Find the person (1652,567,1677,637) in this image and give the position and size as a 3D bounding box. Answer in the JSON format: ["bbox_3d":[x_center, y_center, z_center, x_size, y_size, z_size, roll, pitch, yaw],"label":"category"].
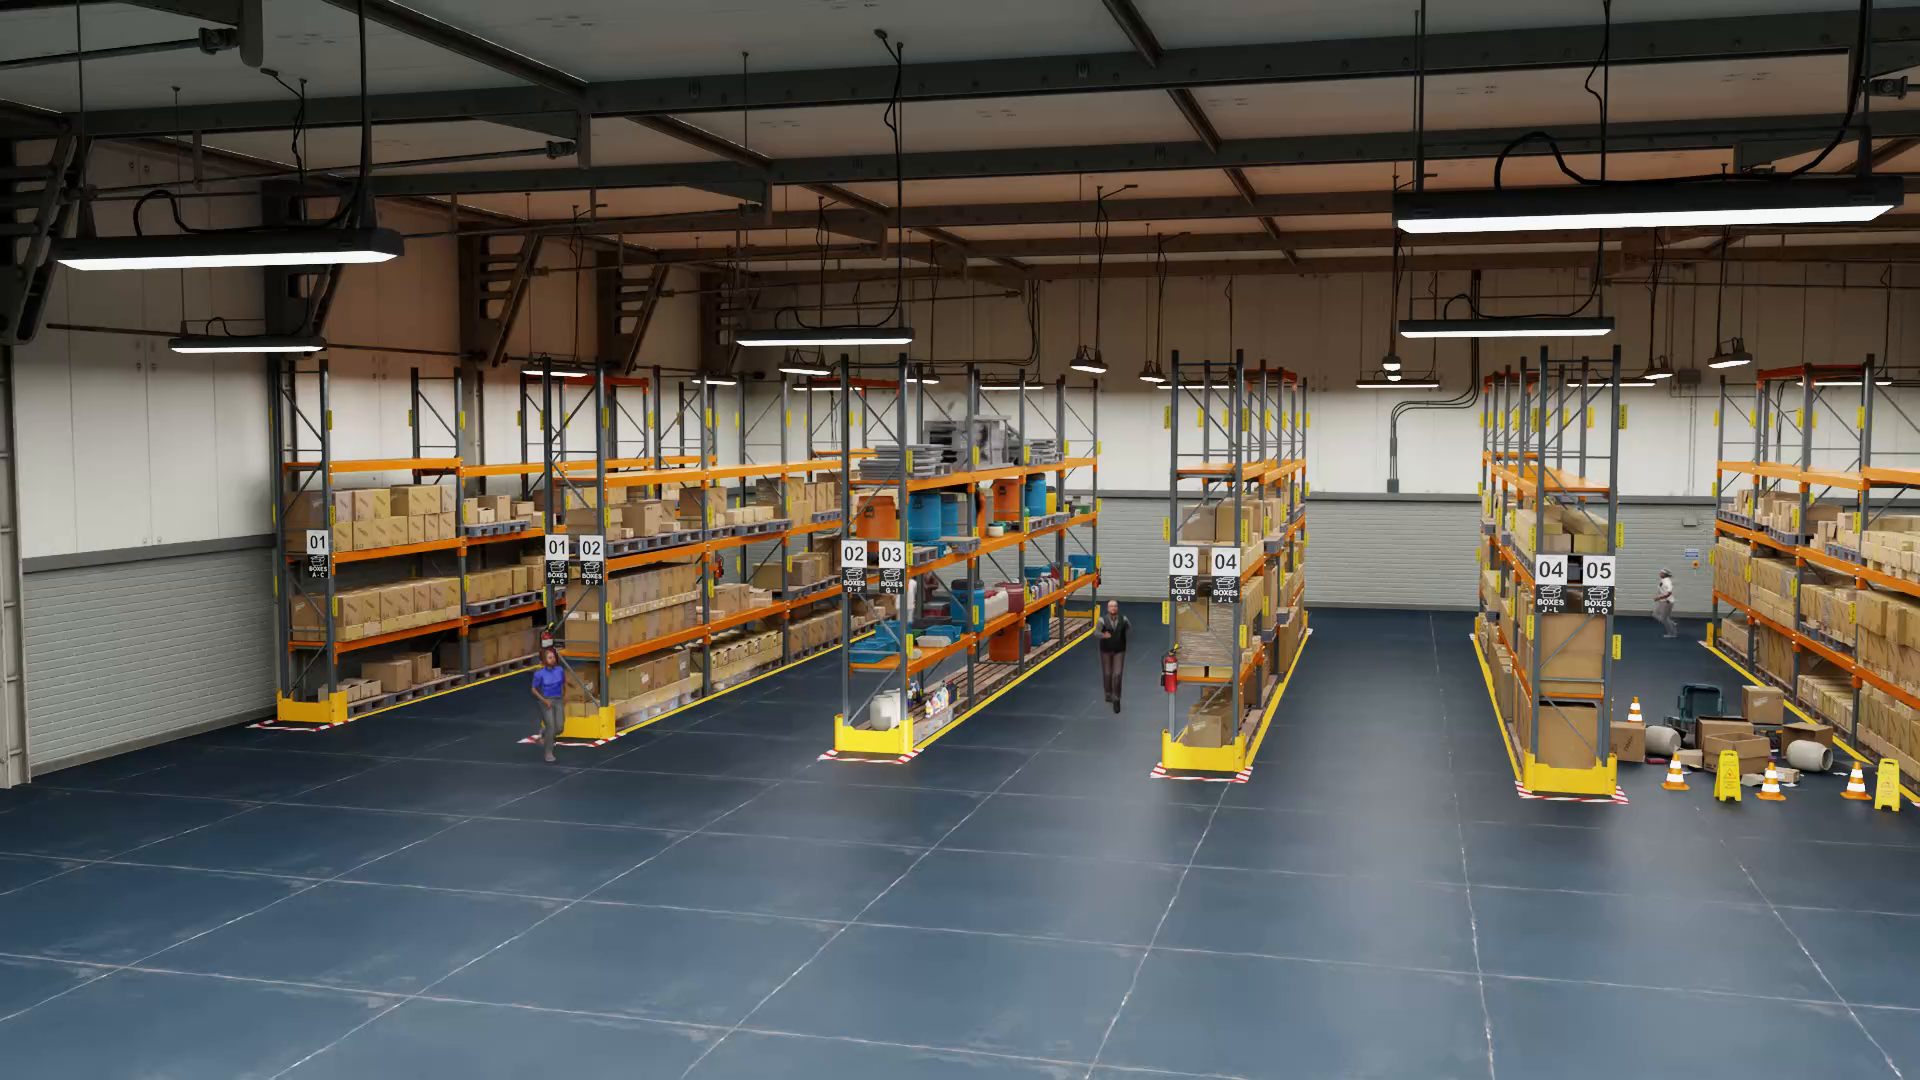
[{"bbox_3d":[16.255,1.430,38.338,0.564,1.638,0.530,1,4,15],"label":"person"}]

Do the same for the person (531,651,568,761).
[{"bbox_3d":[-6.066,2.443,24.603,0.603,1.615,0.630,-4,6,-42],"label":"person"}]

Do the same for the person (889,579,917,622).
[{"bbox_3d":[-1.130,1.424,34.009,0.678,1.754,0.558,0,4,7],"label":"person"}]

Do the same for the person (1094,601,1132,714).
[{"bbox_3d":[2.518,1.907,27.348,0.649,1.826,0.714,0,4,3],"label":"person"}]

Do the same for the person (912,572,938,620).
[{"bbox_3d":[-0.808,1.377,37.717,0.680,1.811,1.003,1,4,7],"label":"person"}]
